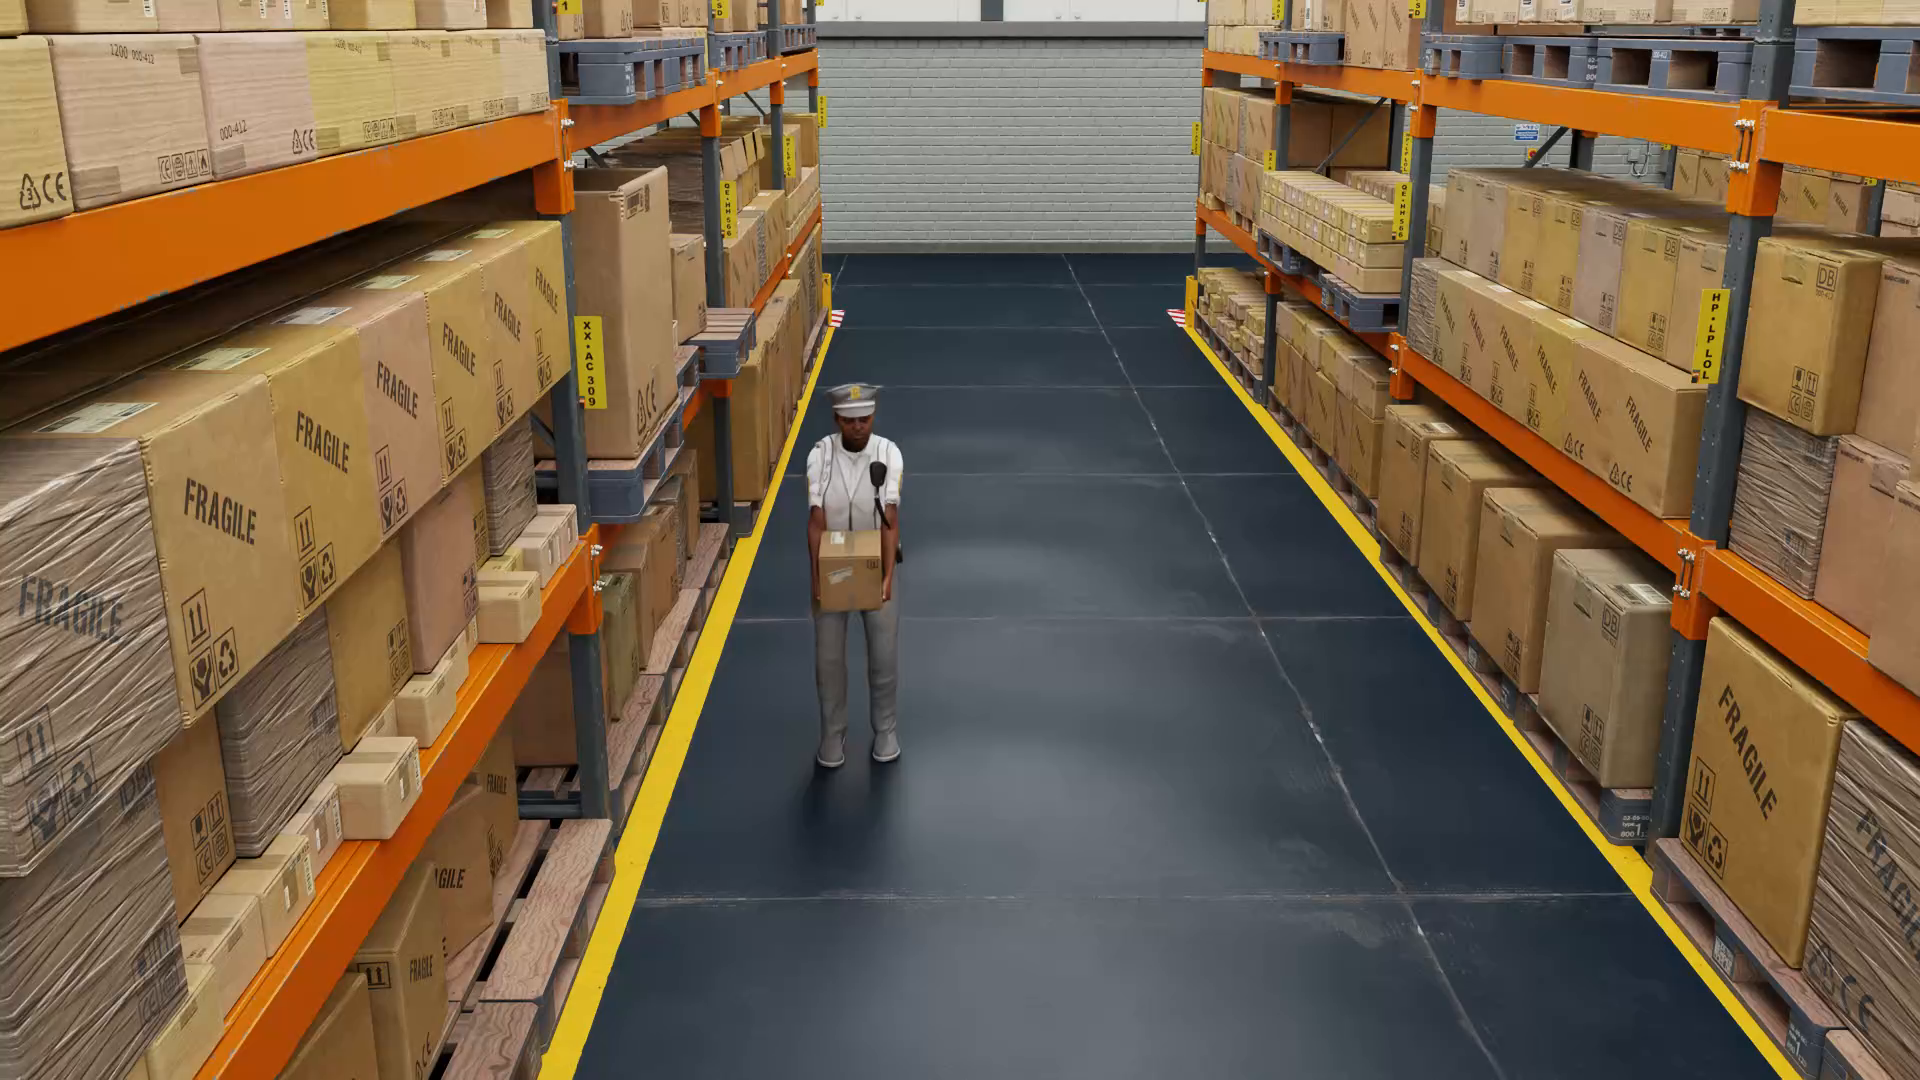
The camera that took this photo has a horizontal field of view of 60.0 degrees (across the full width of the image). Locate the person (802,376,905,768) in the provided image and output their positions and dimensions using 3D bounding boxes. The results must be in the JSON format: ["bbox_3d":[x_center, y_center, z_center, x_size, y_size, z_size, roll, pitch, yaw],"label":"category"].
[{"bbox_3d":[-0.448,0.143,7.051,0.430,1.692,0.503,0,17,-1],"label":"person"}]
